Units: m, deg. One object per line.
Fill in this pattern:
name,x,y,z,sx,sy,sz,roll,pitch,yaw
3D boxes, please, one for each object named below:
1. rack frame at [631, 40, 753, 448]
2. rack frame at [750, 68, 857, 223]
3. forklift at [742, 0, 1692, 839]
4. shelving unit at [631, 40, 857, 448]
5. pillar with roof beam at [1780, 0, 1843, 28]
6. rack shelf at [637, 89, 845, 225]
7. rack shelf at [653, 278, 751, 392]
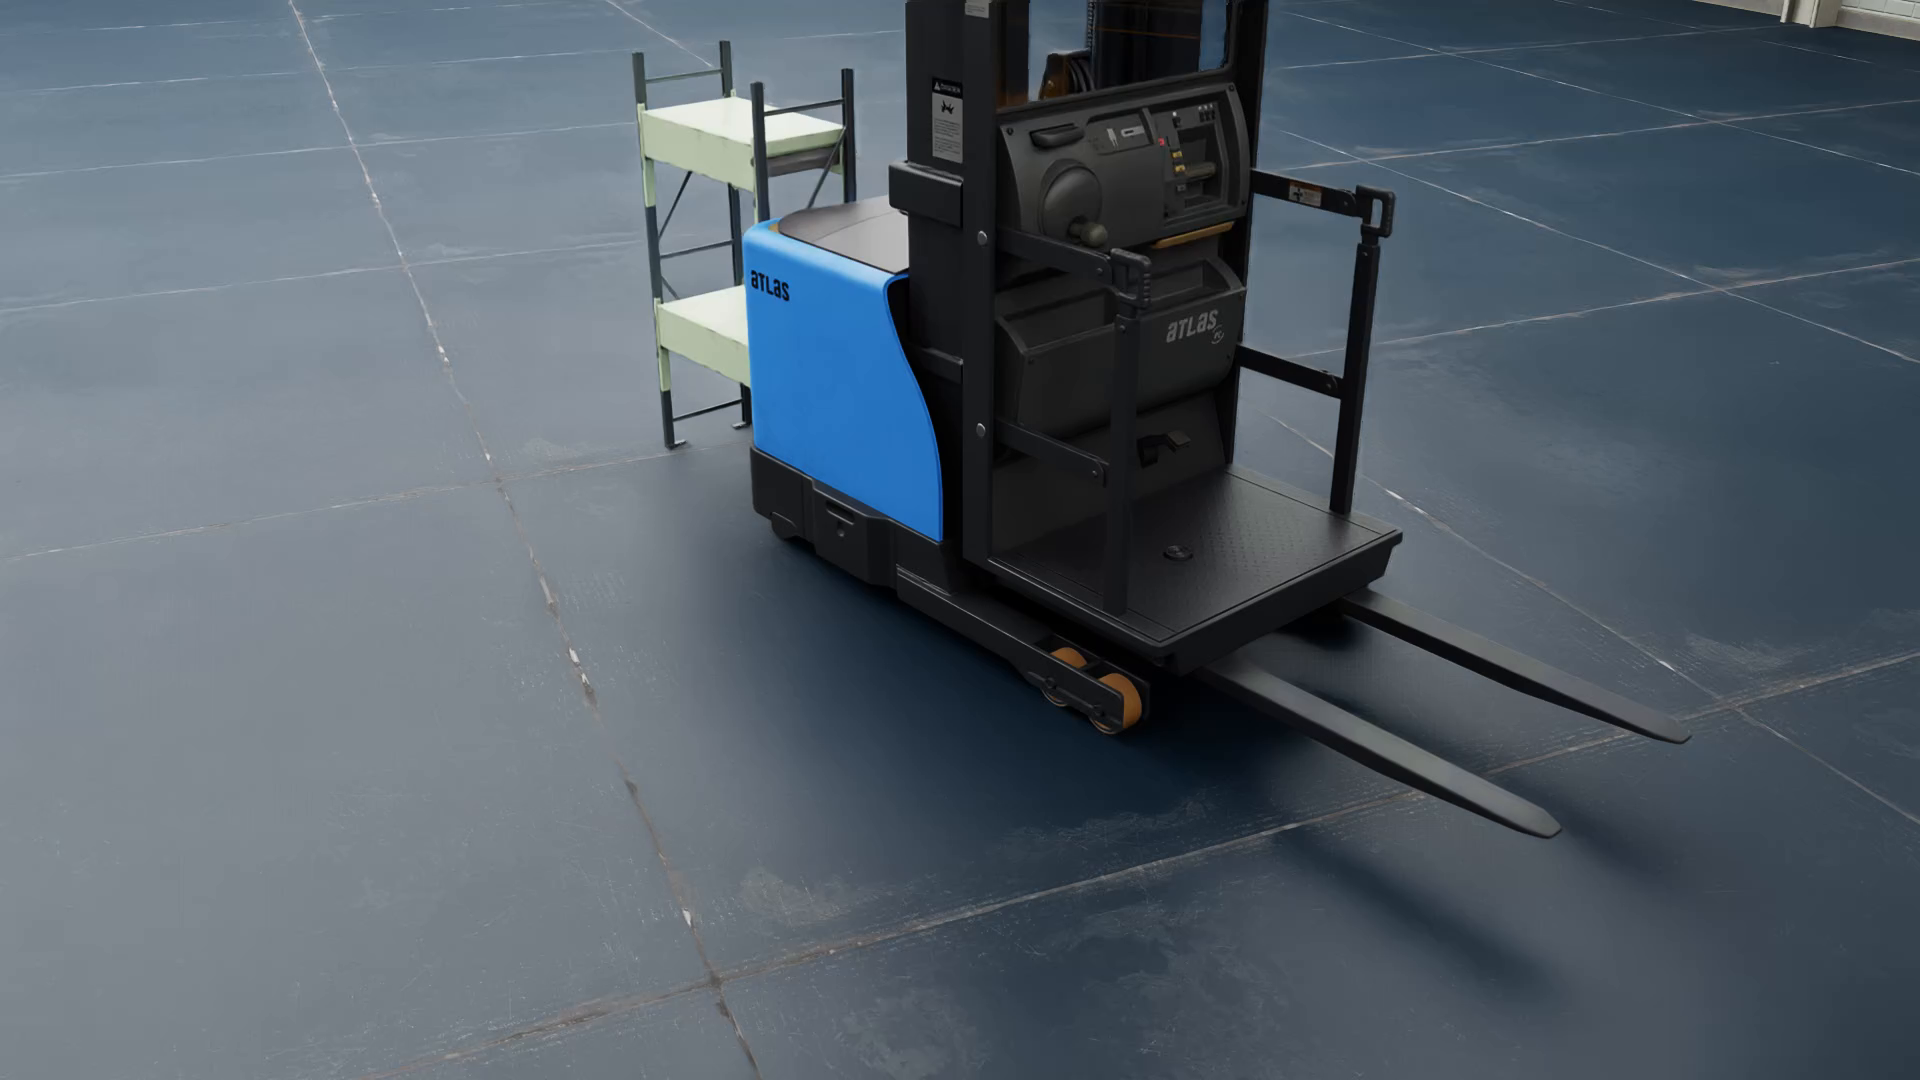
rack frame,-0.996,-1.092,6.278,0.400,1.500,0.023,-21,33,-36
rack frame,-0.516,-0.850,5.781,0.400,1.500,0.023,-21,33,-36
forklift,0.620,-1.027,4.513,1.130,2.935,3.031,-21,33,-36
shelving unit,-0.756,-0.971,6.029,0.431,1.500,0.755,-21,33,-36
pillar with roof beam,4.101,-8.211,12.311,9.100,9.000,0.400,-11,28,-21
rack shelf,-0.756,-1.322,5.858,0.431,0.370,0.720,-21,33,-36
rack shelf,-0.756,-0.678,6.172,0.431,0.370,0.720,-21,33,-36
